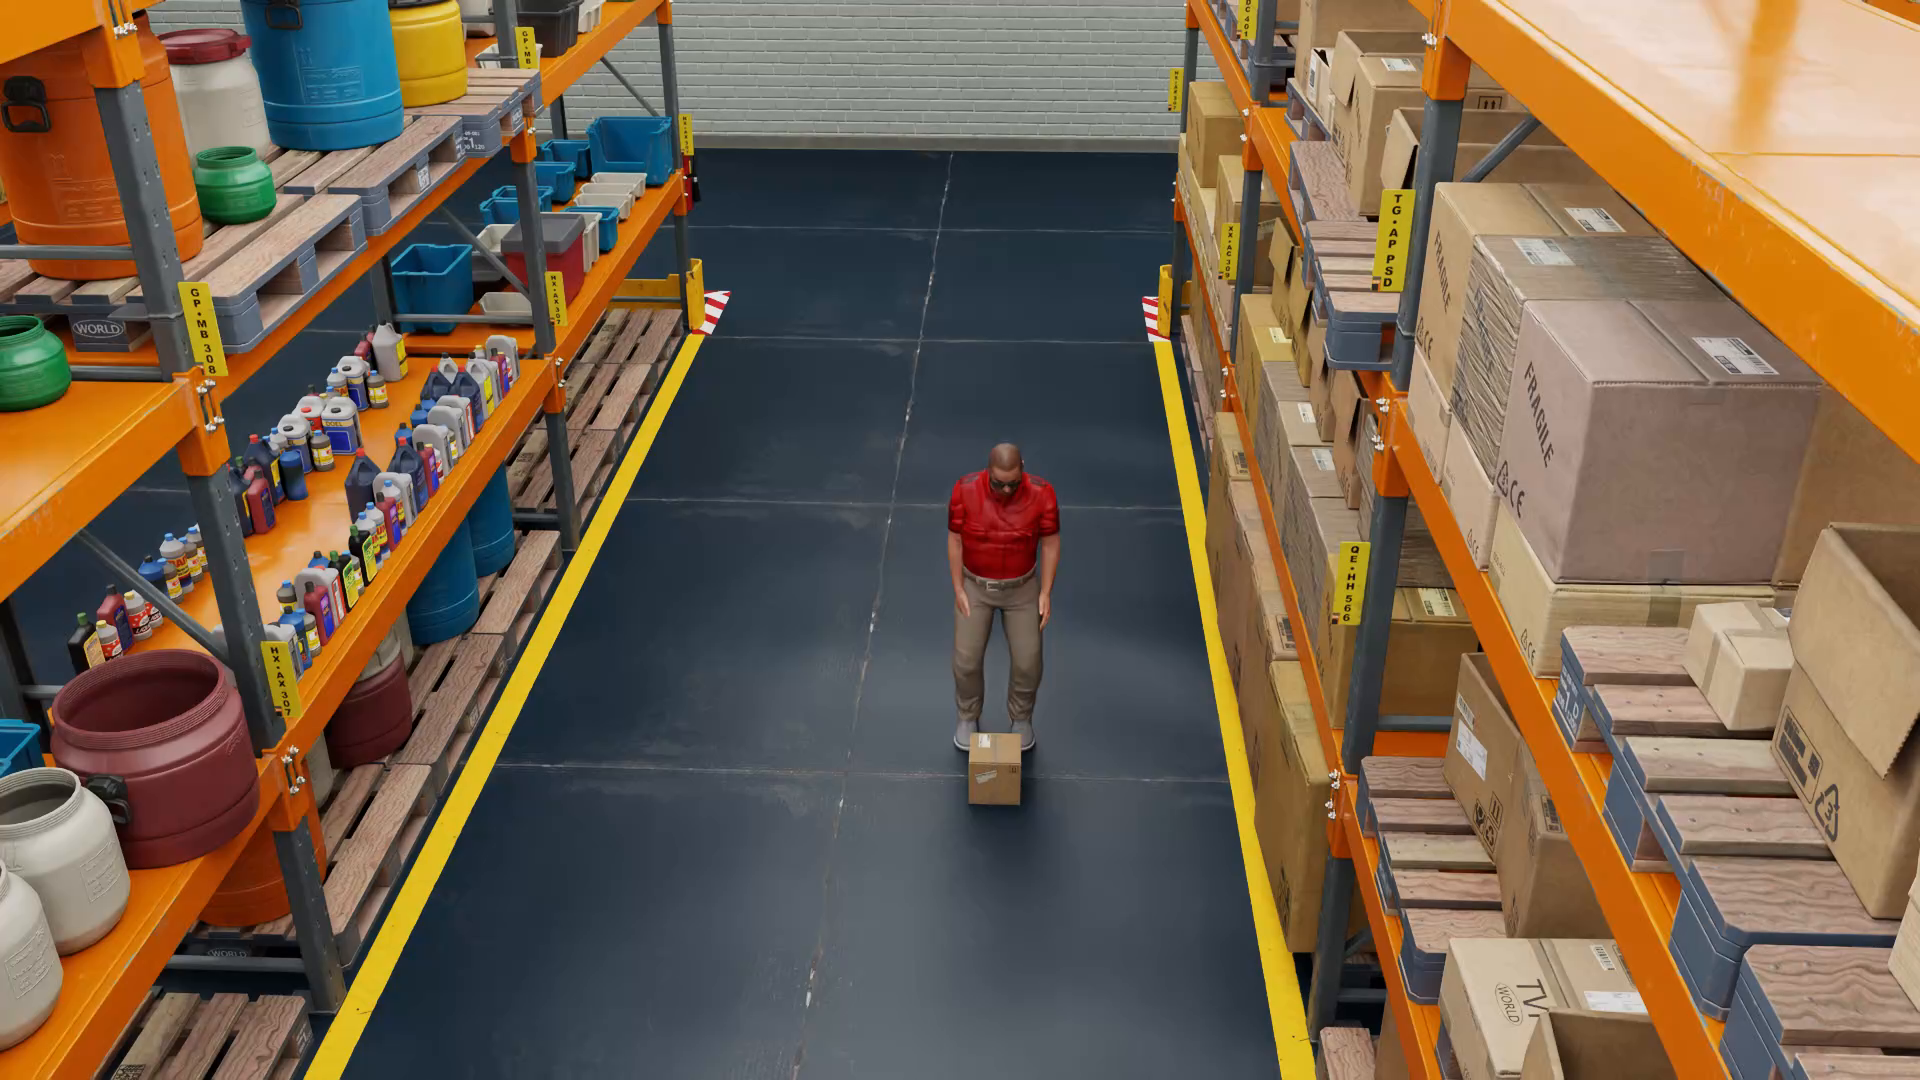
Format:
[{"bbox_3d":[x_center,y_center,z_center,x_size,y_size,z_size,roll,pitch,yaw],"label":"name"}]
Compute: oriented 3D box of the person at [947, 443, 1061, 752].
[{"bbox_3d":[0.213,0.262,8.204,0.553,1.684,0.416,2,28,3],"label":"person"}]
